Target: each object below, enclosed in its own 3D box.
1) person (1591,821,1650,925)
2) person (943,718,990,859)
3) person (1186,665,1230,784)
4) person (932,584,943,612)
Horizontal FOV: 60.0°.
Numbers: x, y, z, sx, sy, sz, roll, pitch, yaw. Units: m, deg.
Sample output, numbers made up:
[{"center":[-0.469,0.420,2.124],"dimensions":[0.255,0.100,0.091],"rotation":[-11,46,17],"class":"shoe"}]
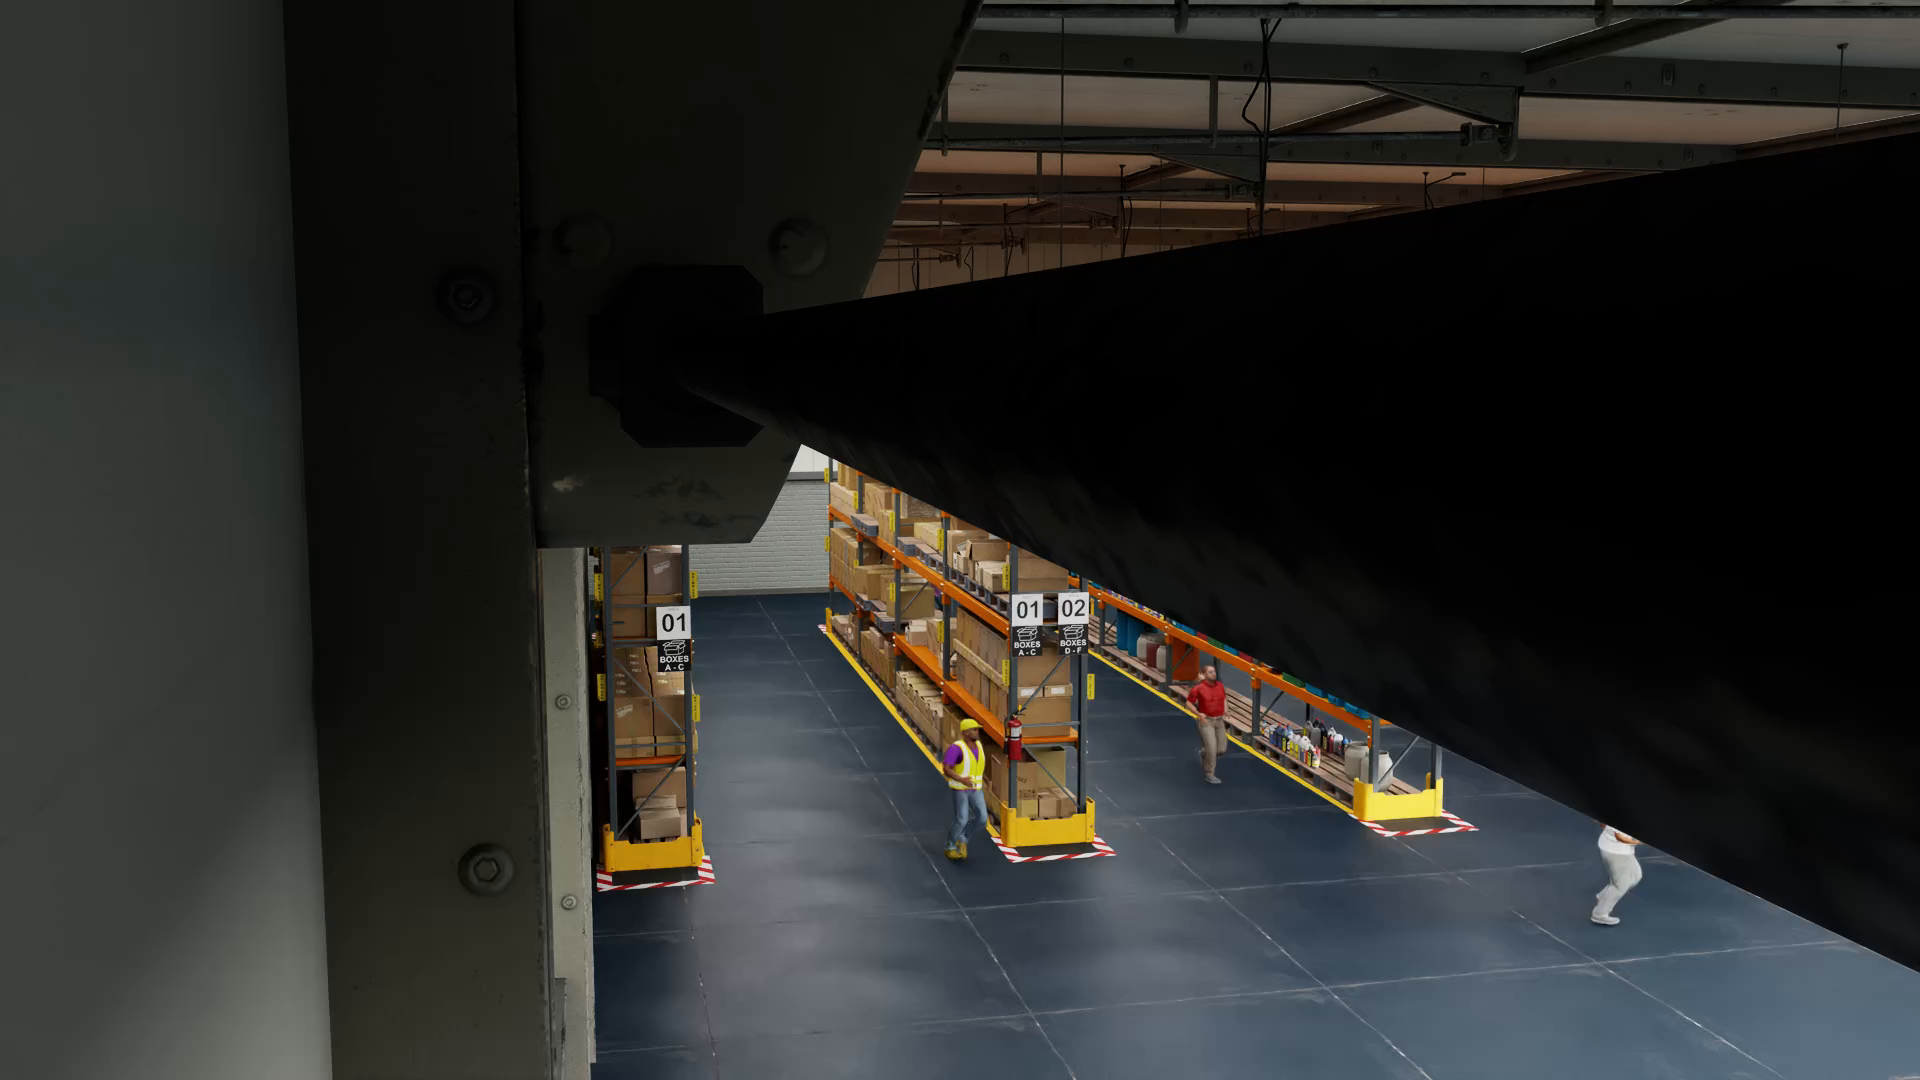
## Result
[{"center":[7.188,3.379,18.058],"dimensions":[0.575,1.623,0.579],"rotation":[1,7,12],"class":"person"},{"center":[0.119,3.049,20.401],"dimensions":[0.754,1.720,0.577],"rotation":[-6,9,-41],"class":"person"},{"center":[3.582,2.634,24.002],"dimensions":[0.666,1.674,0.674],"rotation":[-3,8,-26],"class":"person"},{"center":[-0.496,1.232,36.520],"dimensions":[0.575,1.548,0.847],"rotation":[-4,8,-33],"class":"person"}]
